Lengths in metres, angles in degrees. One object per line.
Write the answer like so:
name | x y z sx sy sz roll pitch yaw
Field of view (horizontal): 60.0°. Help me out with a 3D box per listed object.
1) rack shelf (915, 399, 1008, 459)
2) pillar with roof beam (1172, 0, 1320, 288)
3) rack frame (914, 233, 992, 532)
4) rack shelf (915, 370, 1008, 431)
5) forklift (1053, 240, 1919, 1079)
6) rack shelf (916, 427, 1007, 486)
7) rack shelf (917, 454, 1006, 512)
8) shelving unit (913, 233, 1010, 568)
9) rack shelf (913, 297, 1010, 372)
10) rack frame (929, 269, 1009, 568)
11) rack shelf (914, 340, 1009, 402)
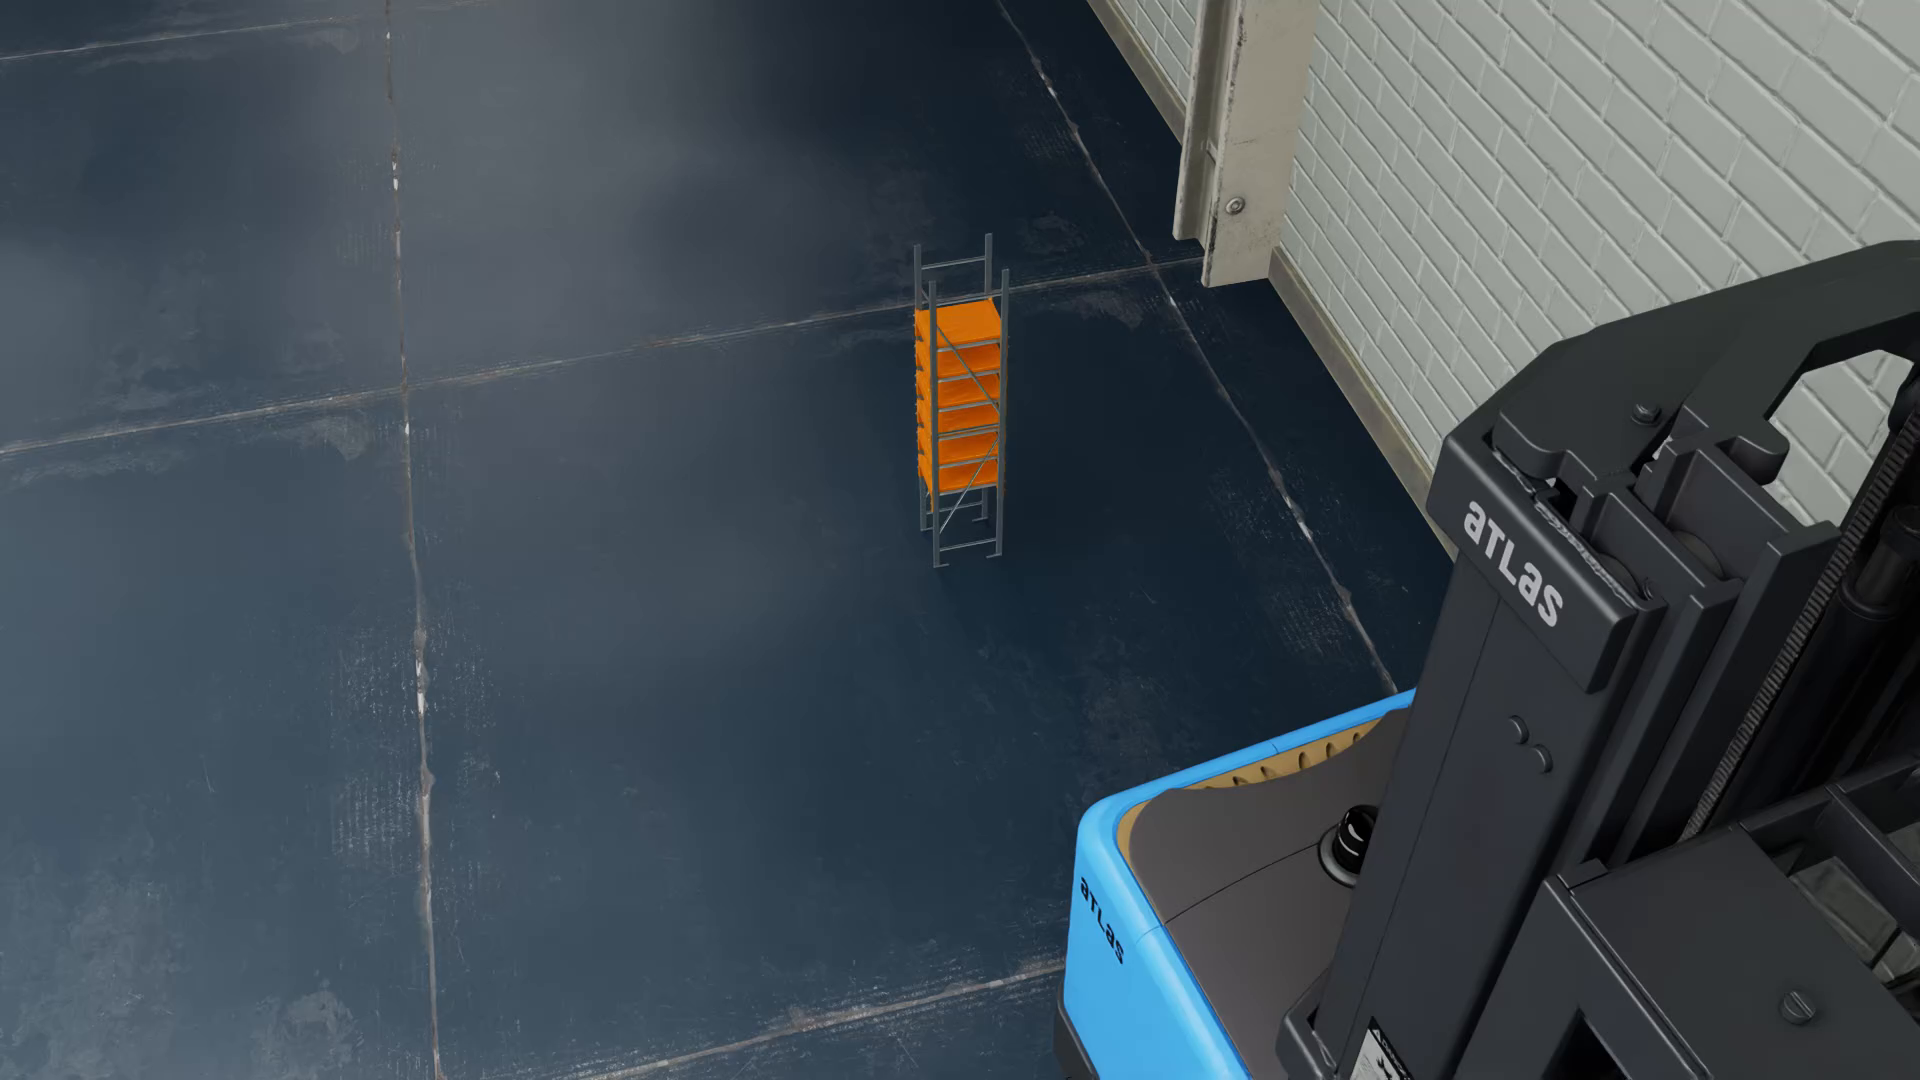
rack shelf | 0.004 -0.379 5.343 0.258 0.103 0.180 -11 47 -10
pillar with roof beam | -3.067 -3.552 2.930 9.100 9.000 0.400 -11 47 -10
rack frame | -0.020 -0.473 5.374 0.240 1.200 0.006 -11 47 -10
rack shelf | 0.004 -0.463 5.258 0.258 0.103 0.180 -11 47 -10
forklift | 1.279 1.156 2.565 1.130 2.935 3.031 -17 48 -16
rack shelf | 0.004 -0.295 5.429 0.258 0.103 0.180 -11 47 -10
rack shelf | 0.004 -0.211 5.515 0.258 0.103 0.180 -11 47 -10
shelving unit | 0.004 -0.410 5.312 0.258 1.200 0.189 -11 47 -10
rack shelf | 0.004 -0.631 5.086 0.258 0.103 0.180 -11 47 -10
rack frame | 0.027 -0.347 5.250 0.240 1.200 0.006 -11 47 -10
rack shelf | 0.004 -0.547 5.172 0.258 0.103 0.180 -11 47 -10
